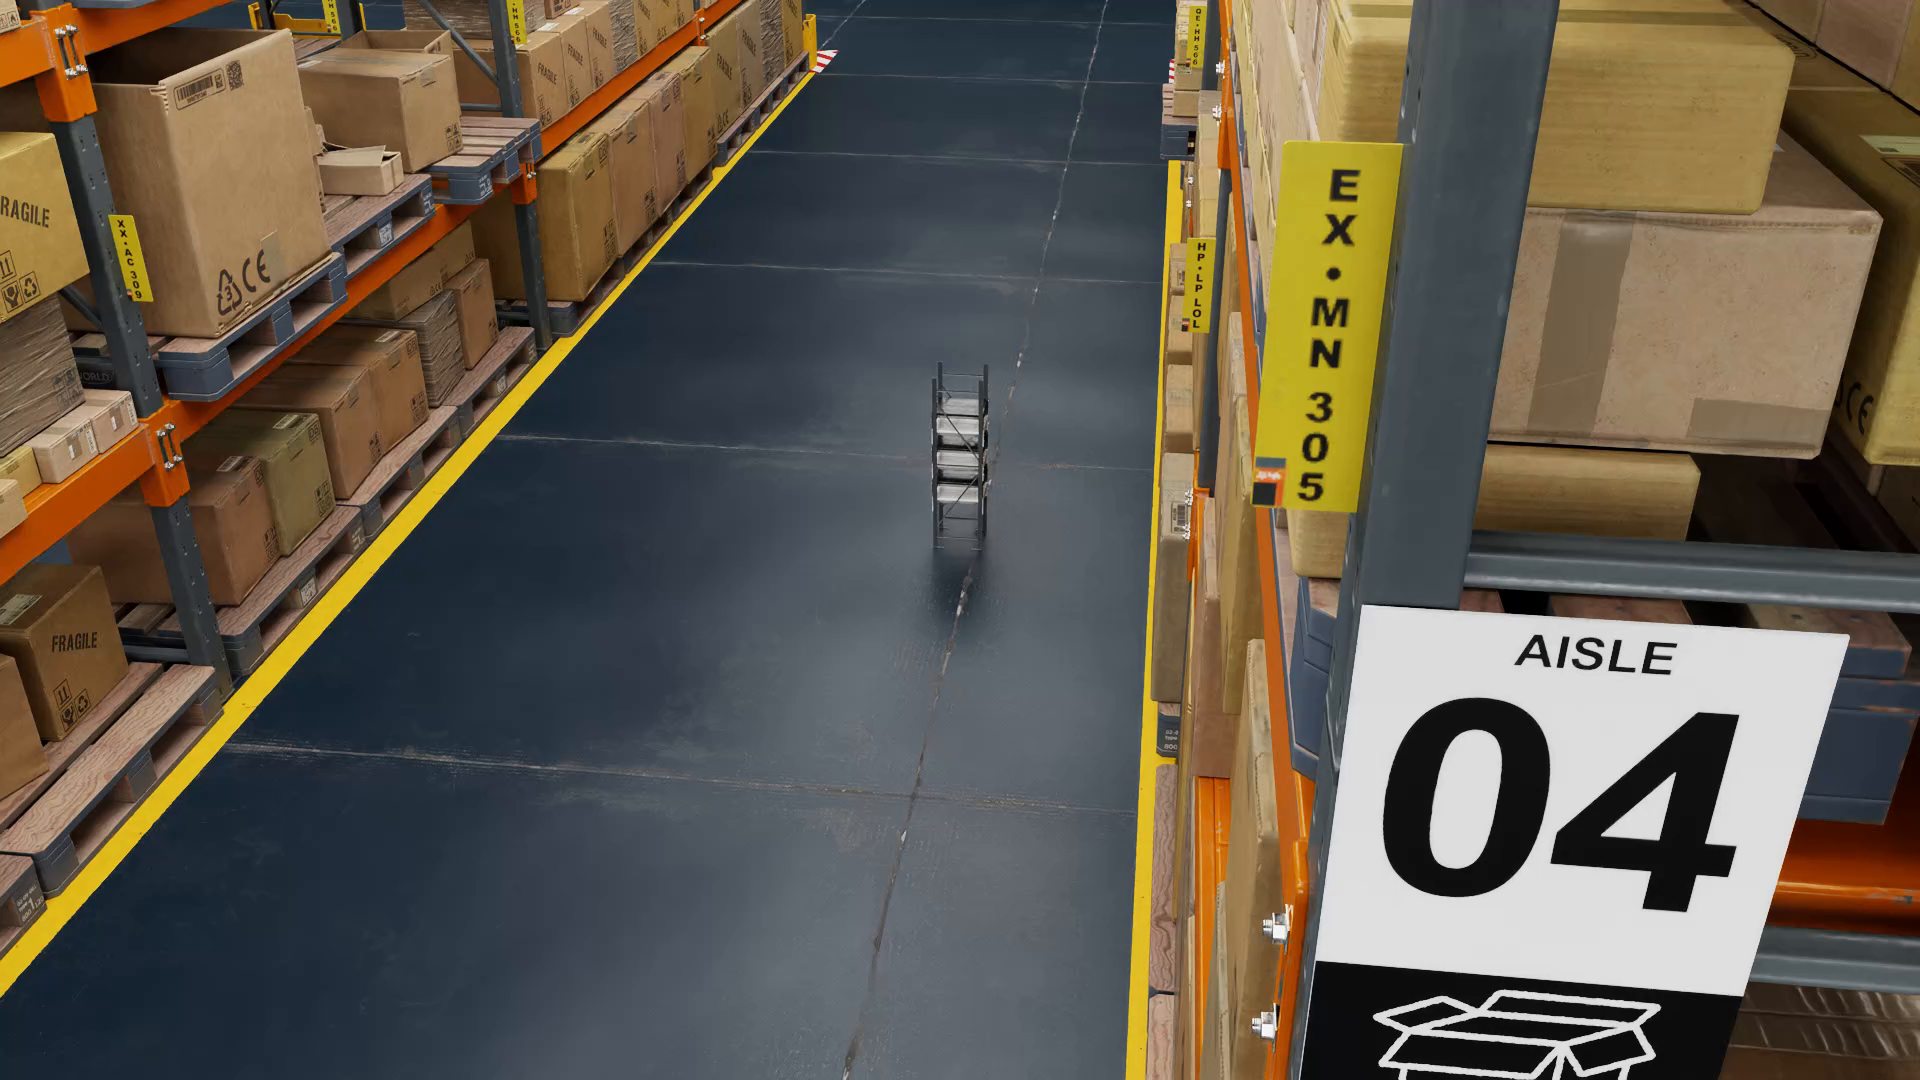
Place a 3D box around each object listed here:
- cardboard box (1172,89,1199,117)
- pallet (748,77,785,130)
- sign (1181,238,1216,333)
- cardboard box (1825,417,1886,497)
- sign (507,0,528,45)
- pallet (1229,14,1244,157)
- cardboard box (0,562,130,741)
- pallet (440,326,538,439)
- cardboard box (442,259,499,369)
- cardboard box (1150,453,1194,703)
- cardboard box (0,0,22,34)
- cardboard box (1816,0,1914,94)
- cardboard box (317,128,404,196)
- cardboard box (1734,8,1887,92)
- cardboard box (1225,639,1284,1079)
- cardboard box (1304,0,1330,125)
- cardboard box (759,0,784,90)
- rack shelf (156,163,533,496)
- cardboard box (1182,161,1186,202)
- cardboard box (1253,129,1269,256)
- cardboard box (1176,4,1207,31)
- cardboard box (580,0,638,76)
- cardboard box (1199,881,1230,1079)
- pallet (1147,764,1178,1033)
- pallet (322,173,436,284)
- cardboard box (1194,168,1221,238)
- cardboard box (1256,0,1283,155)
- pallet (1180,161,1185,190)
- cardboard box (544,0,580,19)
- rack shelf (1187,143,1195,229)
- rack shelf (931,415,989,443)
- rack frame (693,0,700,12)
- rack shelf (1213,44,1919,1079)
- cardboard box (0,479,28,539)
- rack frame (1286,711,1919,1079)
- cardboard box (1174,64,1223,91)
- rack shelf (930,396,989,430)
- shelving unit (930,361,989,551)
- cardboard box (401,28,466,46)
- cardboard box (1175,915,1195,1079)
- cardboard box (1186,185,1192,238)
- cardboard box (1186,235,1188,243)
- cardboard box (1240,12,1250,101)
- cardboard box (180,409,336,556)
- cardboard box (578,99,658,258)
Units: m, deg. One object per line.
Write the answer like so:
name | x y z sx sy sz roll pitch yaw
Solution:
cardboard box | 1.428 -2.556 9.654 0.380 0.149 0.250 4 29 7
pallet | -2.279 -4.143 15.718 1.003 0.211 1.213 3 28 6
sign | 0.794 -0.842 5.513 0.100 0.325 0.005 3 28 6
cardboard box | 1.234 -0.159 1.936 0.380 0.149 0.250 4 29 7
sign | -2.547 -3.007 9.531 0.100 0.325 0.005 3 28 6
pallet | 1.223 -1.237 4.315 1.003 0.211 1.213 3 28 6
cardboard box | -3.665 0.426 6.490 0.500 0.500 0.500 3 28 5
pallet | -3.184 -0.963 9.816 1.003 0.211 1.213 3 28 6
cardboard box | -3.149 -1.336 9.738 0.700 0.500 0.500 2 28 4
cardboard box | 1.320 0.168 6.705 1.050 0.750 0.750 3 28 6
cardboard box | -3.373 -1.701 5.240 0.500 0.250 0.500 4 29 8
cardboard box | 1.263 -0.624 1.959 0.380 0.149 0.250 3 28 5
cardboard box | -3.023 -1.884 8.283 0.396 0.266 0.258 3 28 5
cardboard box | 1.218 -0.523 2.192 0.500 0.250 0.500 3 28 6
cardboard box | 0.903 0.565 2.743 0.875 0.550 0.550 3 28 6
cardboard box | 0.580 -0.543 1.809 0.380 0.149 0.250 3 29 6
cardboard box | -2.217 -4.840 15.868 0.875 0.875 0.875 3 28 6
rack shelf | -3.332 -1.301 8.260 1.077 0.370 4.000 3 28 6
cardboard box | 1.960 -2.858 12.585 0.500 0.500 0.500 4 29 8
cardboard box | 0.673 -0.552 2.665 0.380 0.149 0.250 3 28 5
cardboard box | 1.523 -3.184 10.192 0.380 0.149 0.250 4 29 8
cardboard box | -2.573 -3.535 11.544 0.500 0.500 0.500 3 29 6
cardboard box | 0.890 1.039 3.000 0.875 0.550 0.550 3 28 6
pallet | 1.163 1.241 5.724 1.003 0.211 1.213 3 28 6
pallet | -3.288 -1.540 8.149 1.003 0.211 1.213 3 28 6
cardboard box | 1.316 -1.360 7.507 0.500 0.500 0.500 3 28 6
cardboard box | 0.751 -0.790 2.687 0.500 0.250 0.500 3 28 6
pallet | 2.361 -3.196 13.961 1.003 0.211 1.213 3 28 6
cardboard box | -2.898 -3.694 10.782 0.797 0.503 0.637 4 29 7
rack shelf | 2.069 -2.848 11.132 1.077 0.370 4.000 3 28 6
rack shelf | 0.001 -0.529 7.974 0.258 0.077 0.200 3 28 6
rack frame | -2.596 -4.442 13.332 1.000 3.000 0.127 3 28 6
rack shelf | 1.089 -0.403 3.431 1.077 0.370 4.000 3 28 6
cardboard box | -3.362 -0.092 5.522 0.380 0.149 0.250 3 28 6
rack frame | 0.843 1.543 2.224 1.000 3.000 0.127 3 28 6
cardboard box | 1.432 -2.687 9.584 0.380 0.149 0.250 4 29 7
rack shelf | 0.001 -0.608 7.931 0.258 0.077 0.200 3 28 6
shelving unit | 0.001 -0.400 8.044 0.258 0.900 0.210 3 28 6
cardboard box | -3.272 -2.850 10.271 0.500 0.500 0.500 4 29 8
cardboard box | 0.967 1.556 3.997 0.875 0.875 0.875 3 28 5
cardboard box | 1.647 -1.975 10.155 0.500 0.250 0.500 3 28 5
cardboard box | 1.645 -1.632 10.310 0.500 0.500 0.500 3 28 6
cardboard box | 0.797 -1.028 3.549 0.380 0.149 0.250 3 28 6
cardboard box | -3.403 -0.280 7.780 0.700 0.500 0.500 3 28 6
cardboard box | -2.864 -2.551 11.620 1.225 0.875 0.875 3 29 6
